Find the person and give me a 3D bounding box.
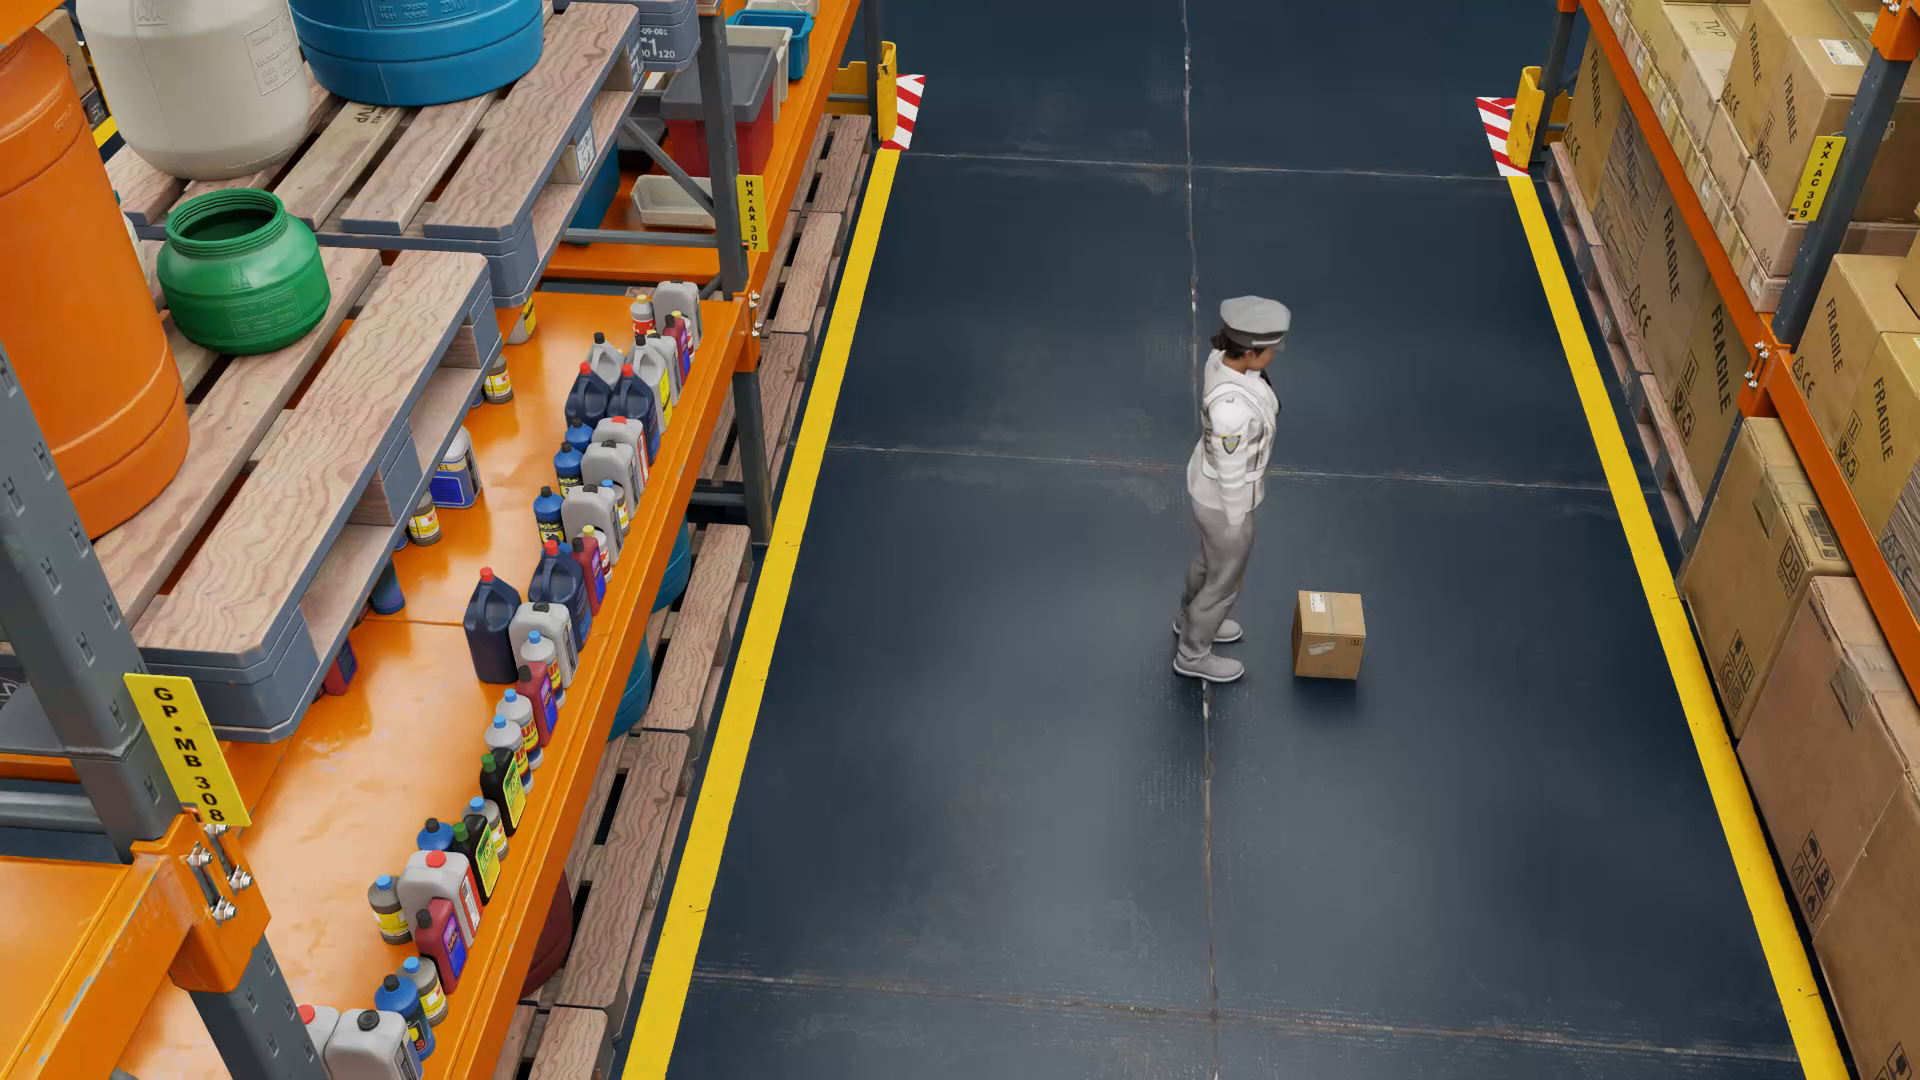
[{"bbox_3d":[1.029,-0.184,6.381,0.327,1.662,0.471,4,40,5],"label":"person"}]
